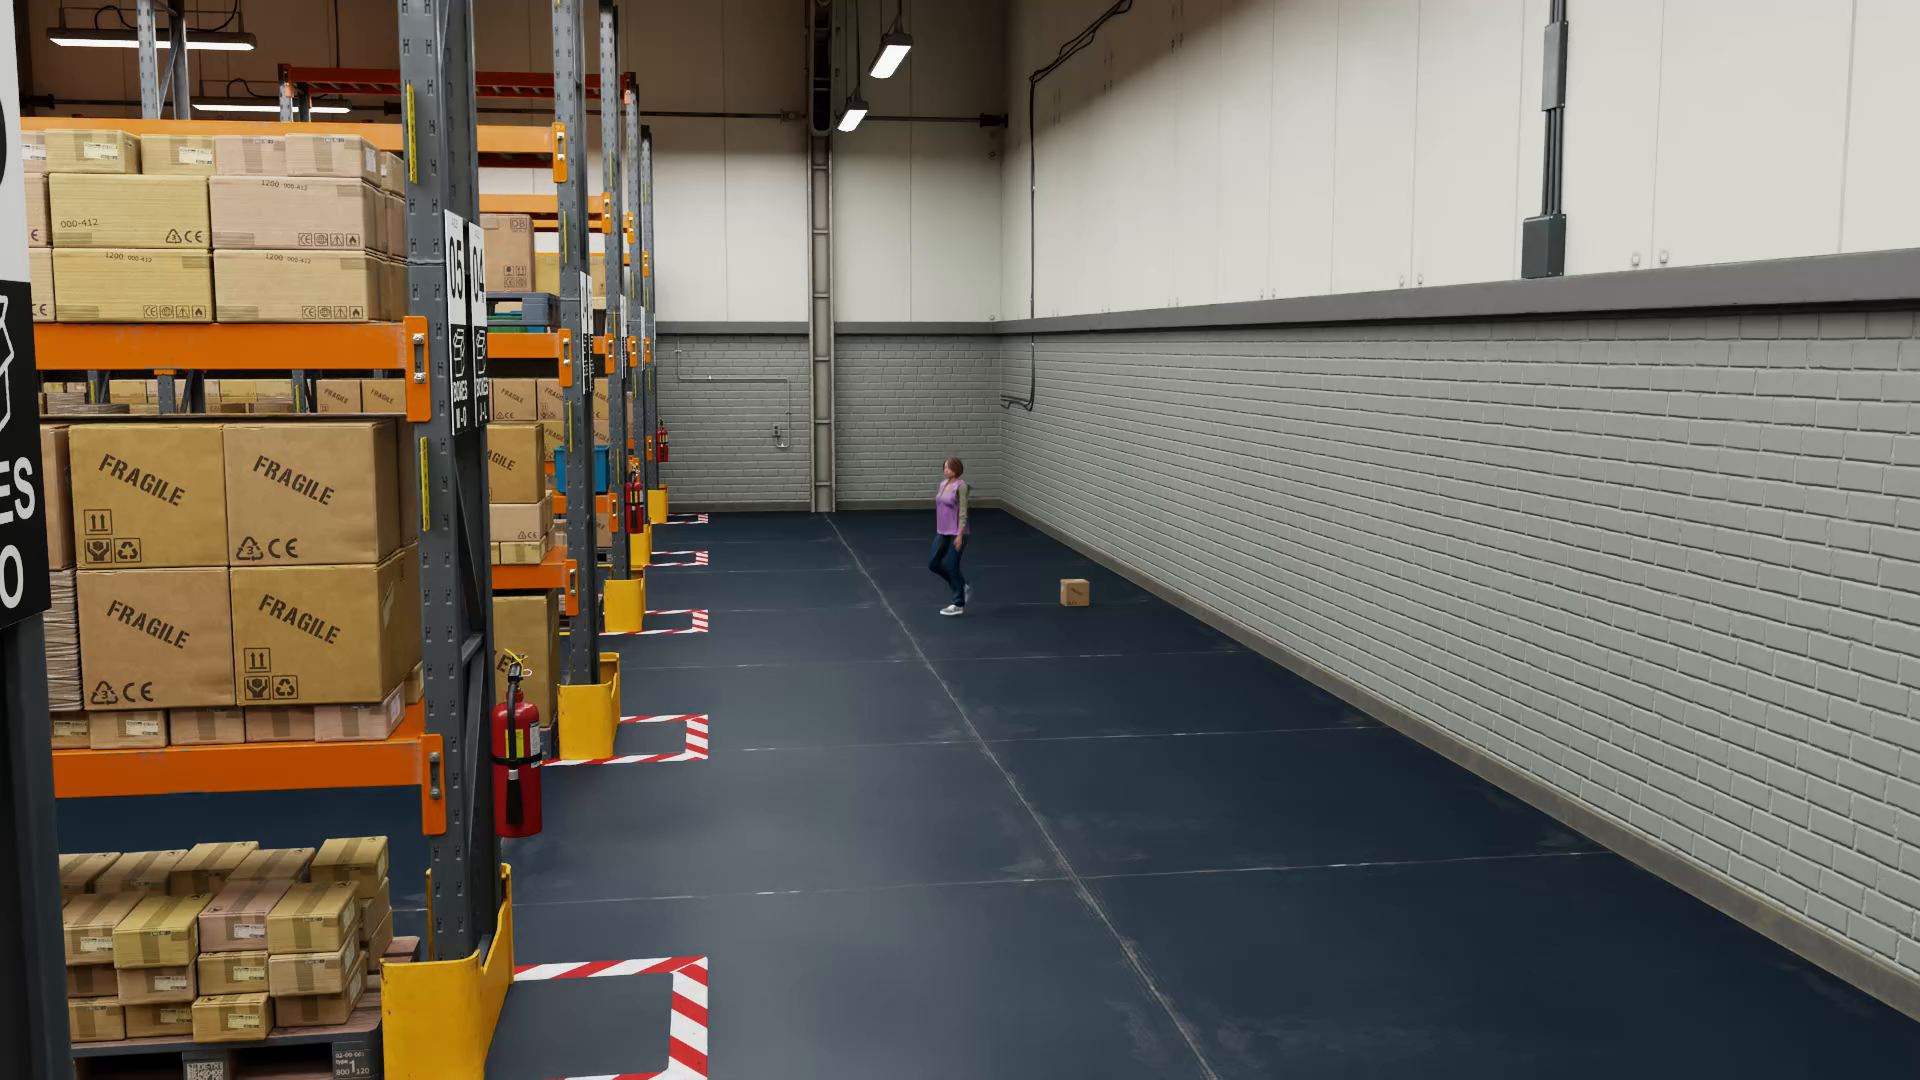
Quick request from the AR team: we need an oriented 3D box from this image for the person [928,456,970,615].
[{"bbox_3d":[-0.062,-0.050,16.708,0.454,1.591,0.444,-5,9,-39],"label":"person"}]
